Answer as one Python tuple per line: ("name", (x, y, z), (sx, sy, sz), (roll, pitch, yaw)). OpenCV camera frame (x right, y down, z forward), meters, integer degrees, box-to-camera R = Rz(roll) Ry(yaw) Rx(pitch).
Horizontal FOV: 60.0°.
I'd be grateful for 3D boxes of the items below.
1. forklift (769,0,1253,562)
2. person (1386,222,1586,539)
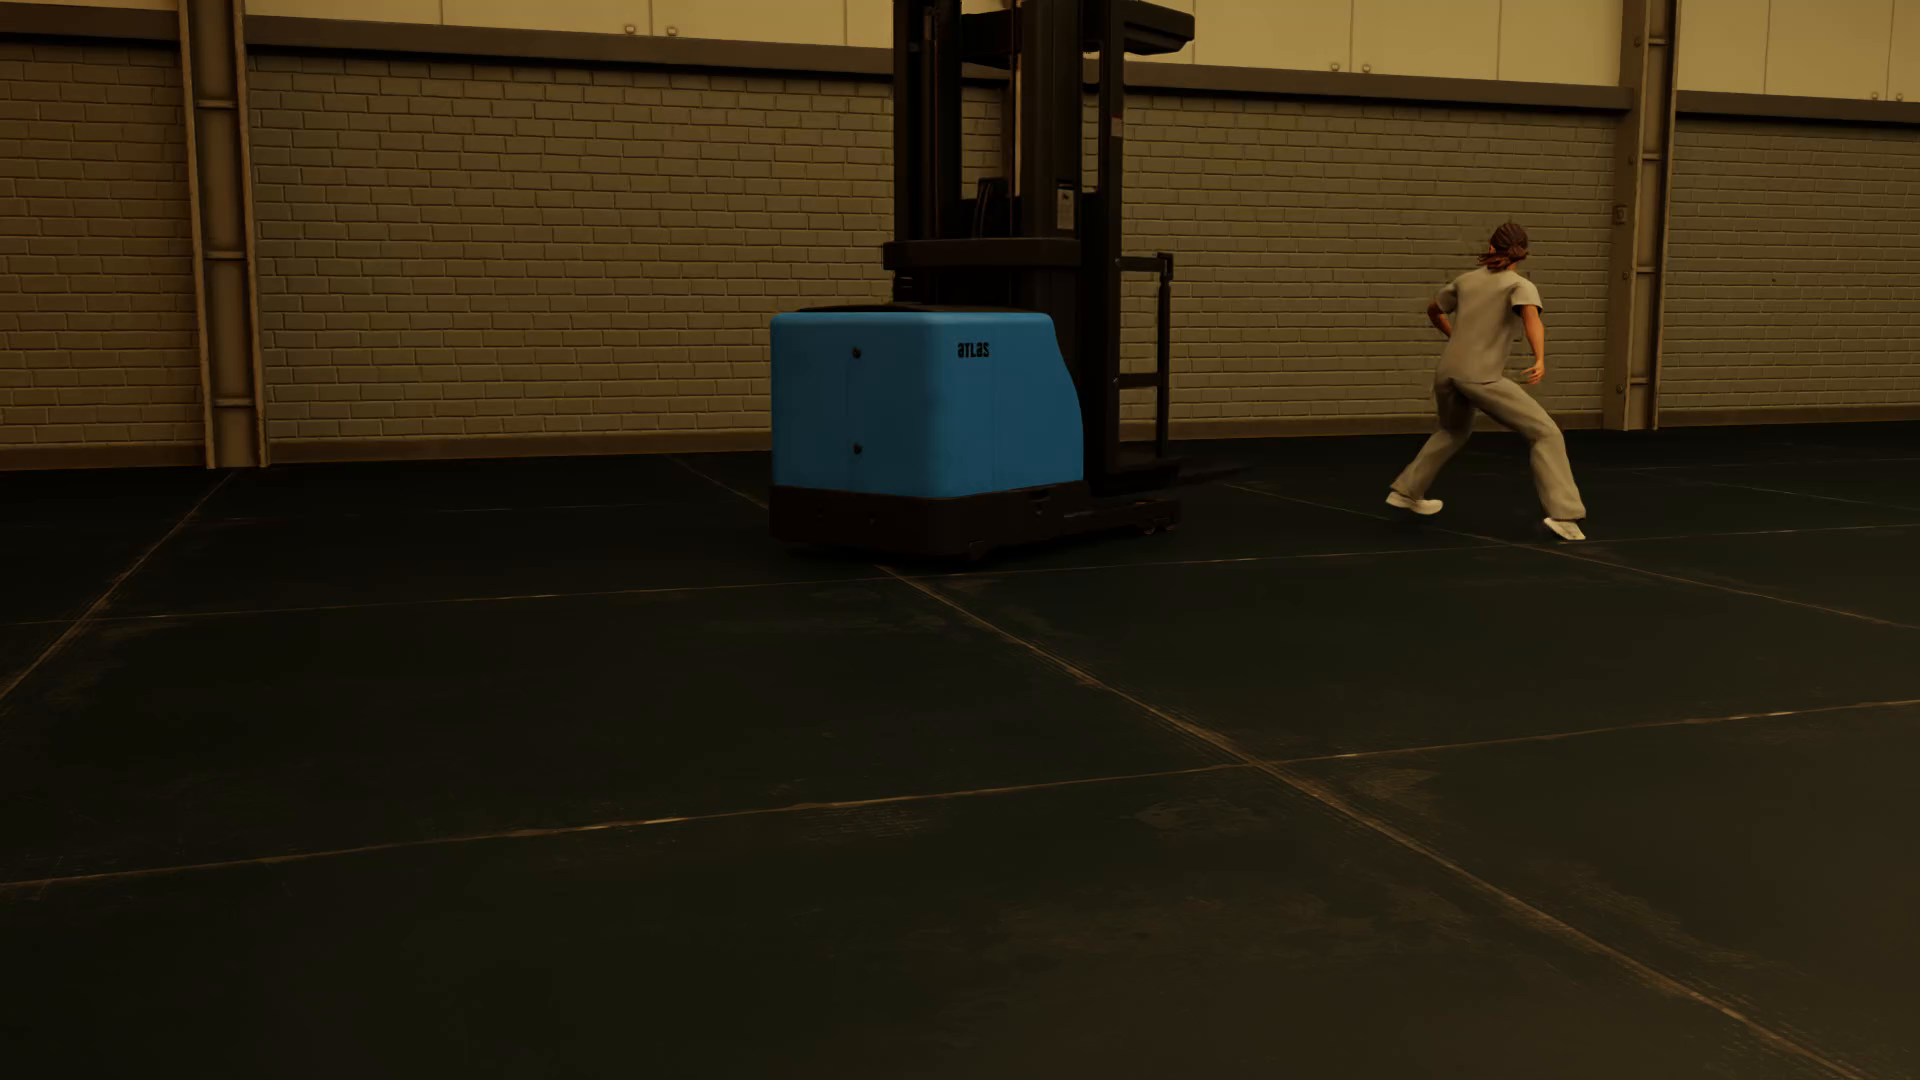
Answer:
("forklift", (0.447, -1.512, 8.164), (1.130, 2.935, 3.031), (6, 10, 38))
("person", (2.632, -0.748, 8.206), (0.525, 1.624, 0.989), (-4, 9, -27))
